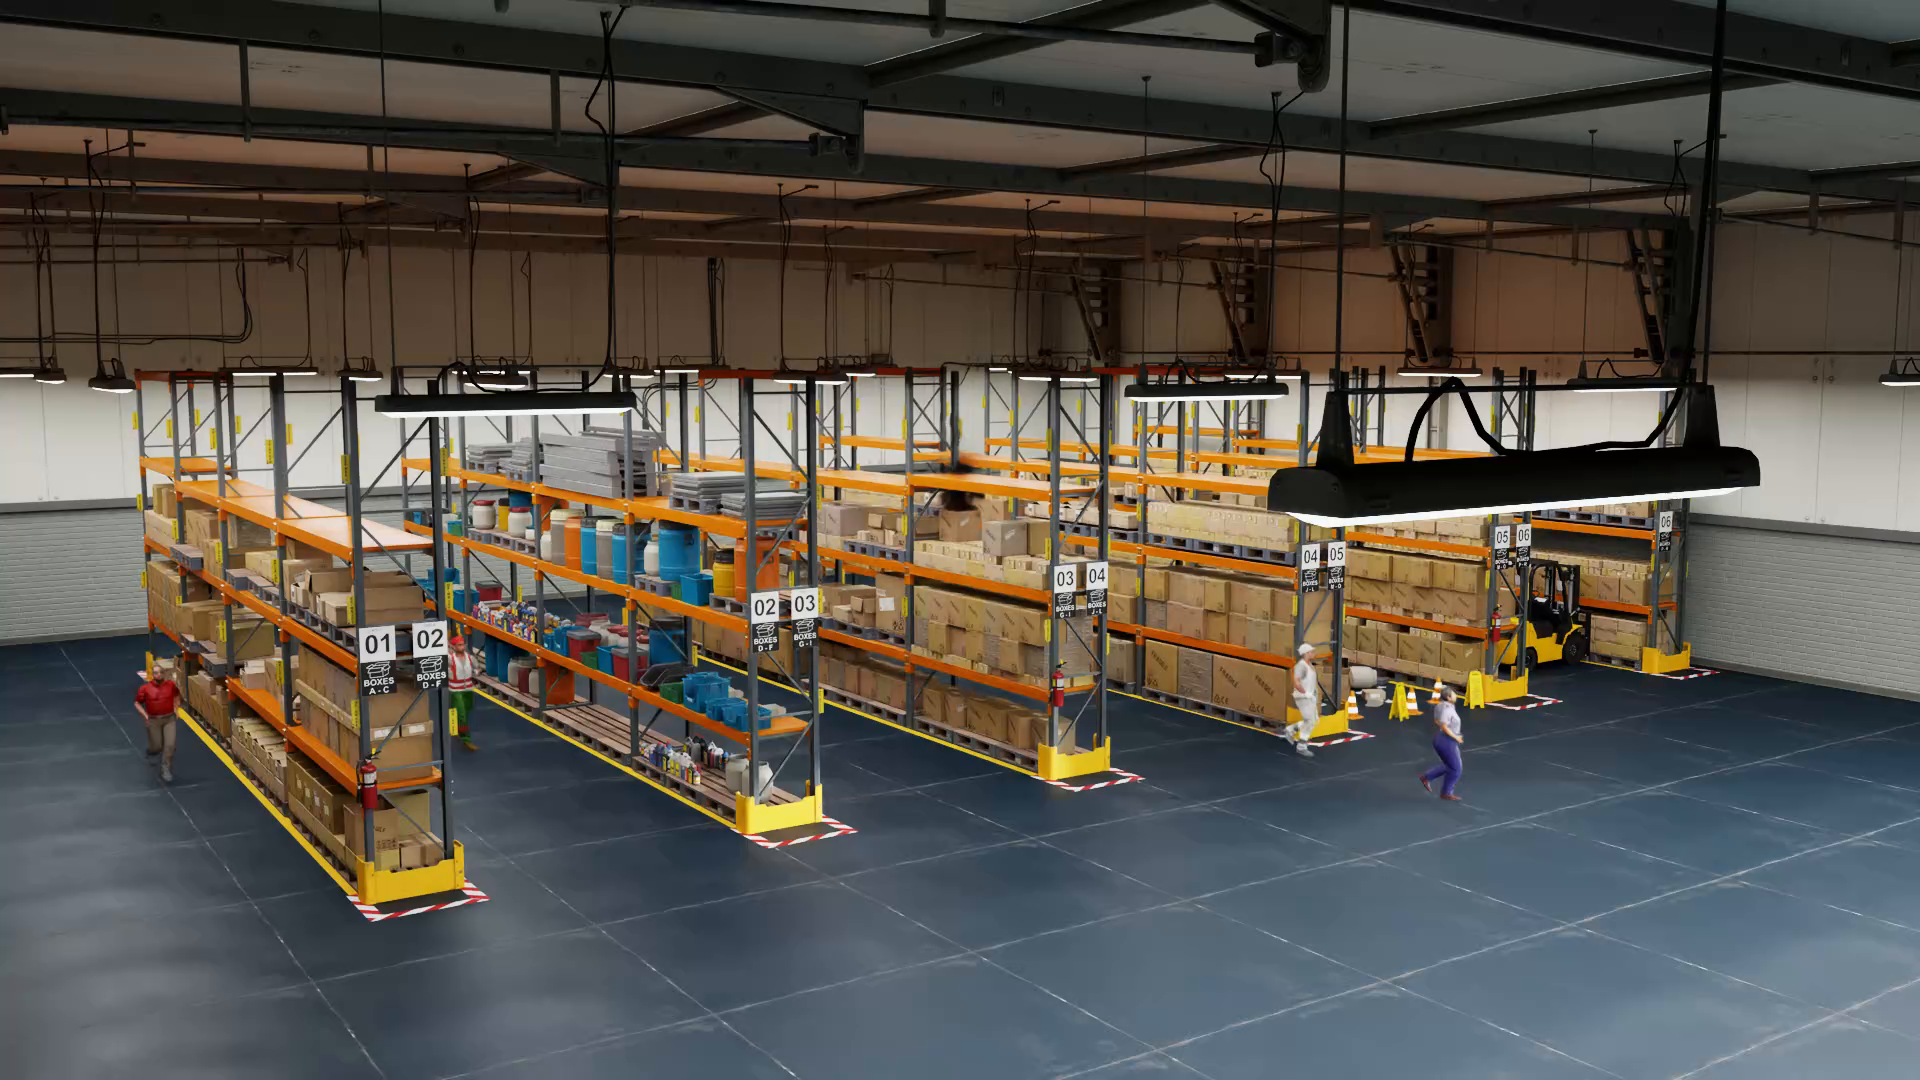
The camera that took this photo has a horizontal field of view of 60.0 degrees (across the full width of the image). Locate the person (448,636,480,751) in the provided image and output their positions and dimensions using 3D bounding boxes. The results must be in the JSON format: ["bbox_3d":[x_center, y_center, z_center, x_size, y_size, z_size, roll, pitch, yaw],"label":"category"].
[{"bbox_3d":[-7.983,2.412,26.606,1.002,1.773,0.662,6,9,44],"label":"person"}]

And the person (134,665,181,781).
[{"bbox_3d":[-11.942,2.711,24.833,0.663,1.697,0.733,-5,8,-39],"label":"person"}]

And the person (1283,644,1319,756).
[{"bbox_3d":[5.430,2.513,26.371,0.596,1.748,0.700,3,7,28],"label":"person"}]

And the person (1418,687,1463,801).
[{"bbox_3d":[6.835,2.884,23.539,0.561,1.621,0.614,1,6,4],"label":"person"}]
